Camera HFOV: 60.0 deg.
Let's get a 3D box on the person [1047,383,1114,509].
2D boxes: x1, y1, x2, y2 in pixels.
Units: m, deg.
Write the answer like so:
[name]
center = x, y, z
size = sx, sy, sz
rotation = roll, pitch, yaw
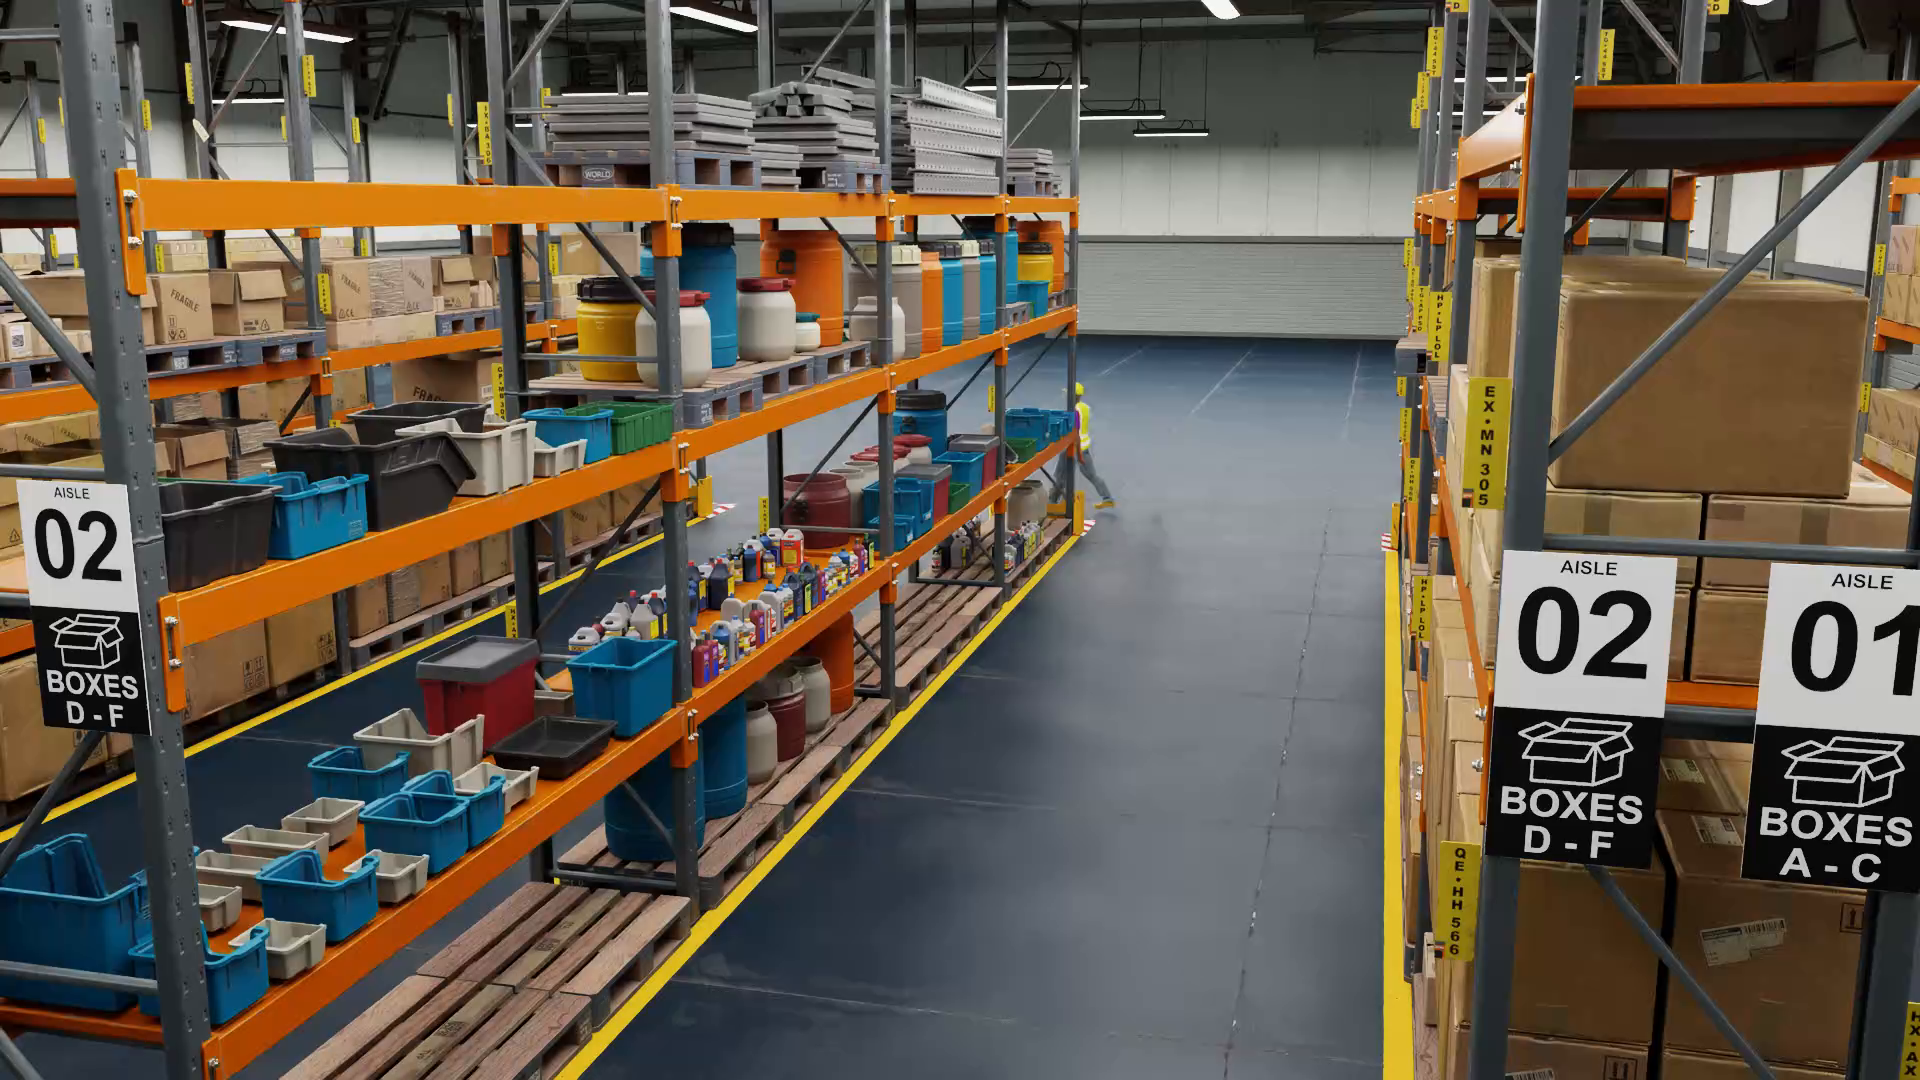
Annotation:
[person]
center = 1.507, -1.230, 22.020
size = 1.113, 1.715, 0.655
rotation = 6, 13, 26
